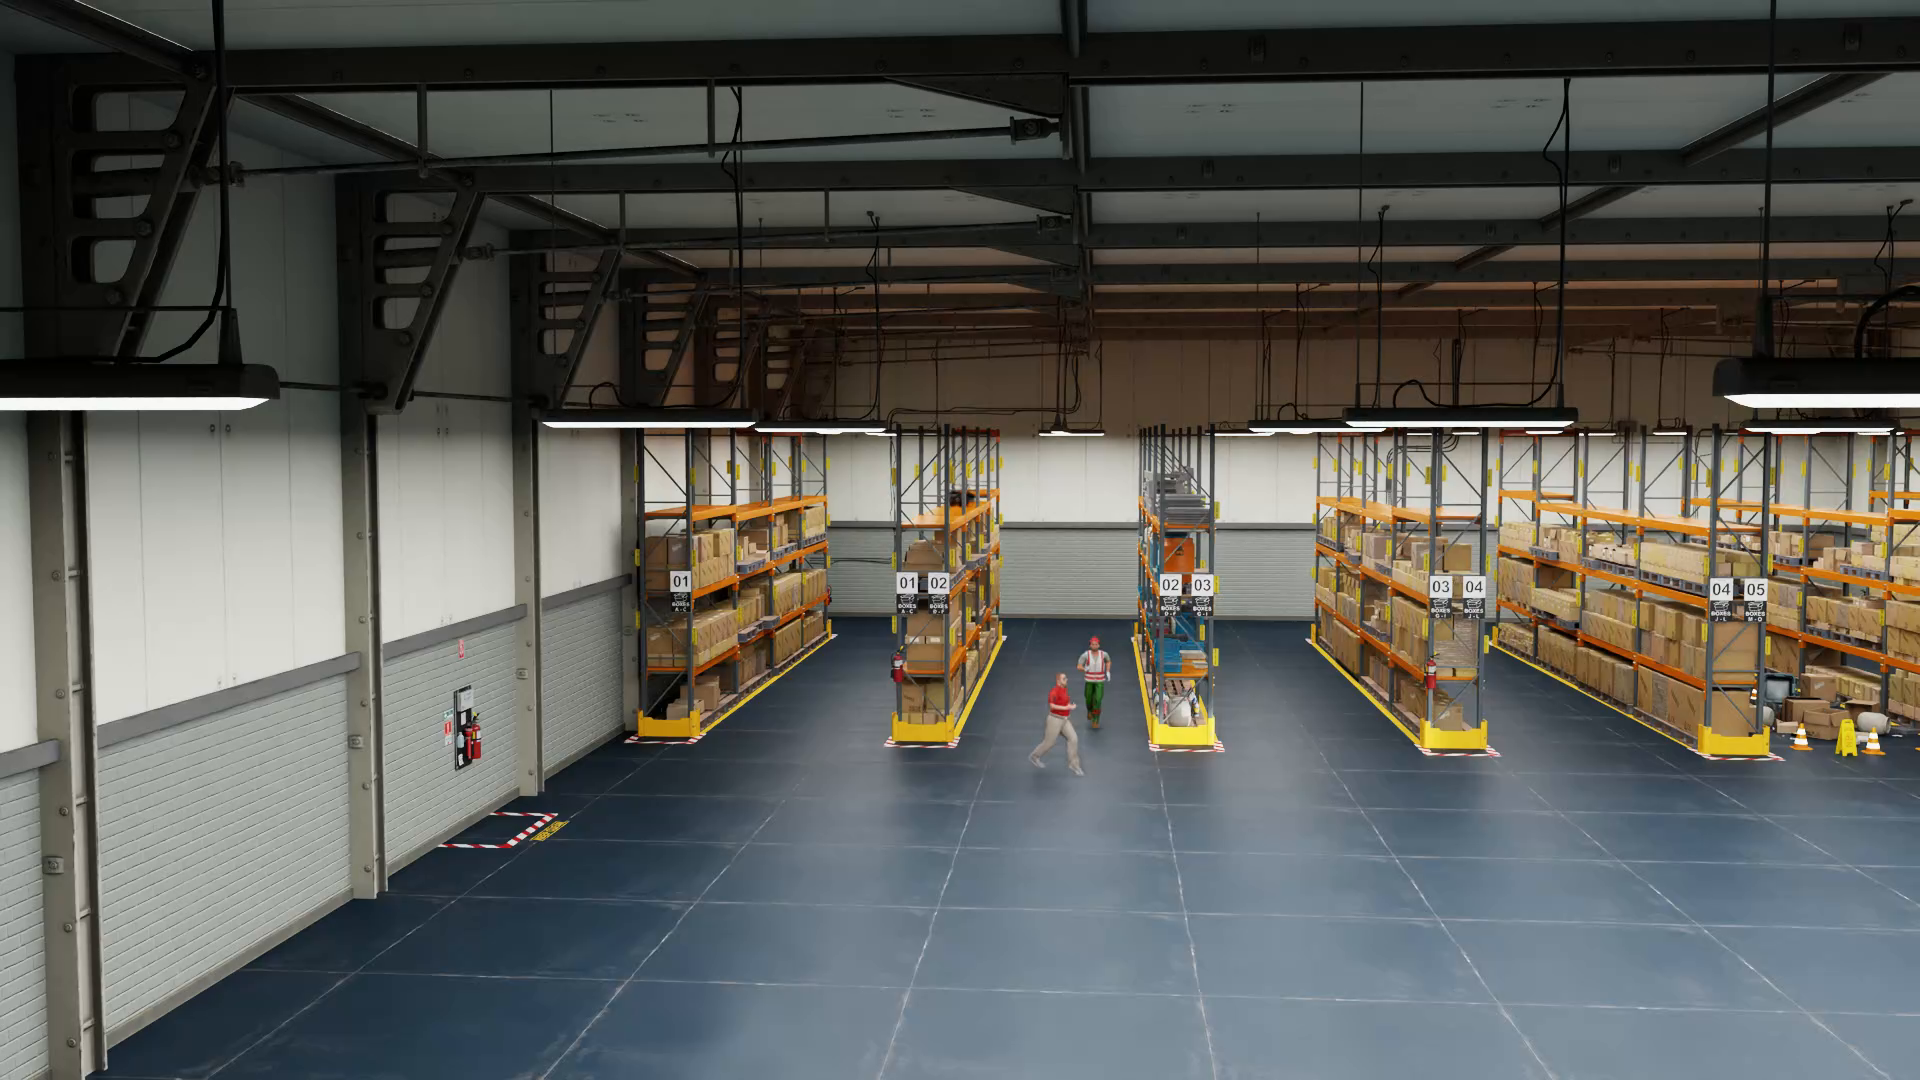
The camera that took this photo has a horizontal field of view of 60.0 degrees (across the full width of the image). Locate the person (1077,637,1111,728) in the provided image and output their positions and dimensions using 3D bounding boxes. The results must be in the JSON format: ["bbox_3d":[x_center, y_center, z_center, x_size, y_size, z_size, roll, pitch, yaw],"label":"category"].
[{"bbox_3d":[2.666,2.805,33.053,0.668,1.770,0.908,0,3,3],"label":"person"}]

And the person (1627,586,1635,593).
[{"bbox_3d":[19.123,2.012,47.268,0.842,1.684,0.586,1,4,11],"label":"person"}]

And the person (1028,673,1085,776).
[{"bbox_3d":[1.625,3.153,28.399,1.008,1.789,0.626,2,4,32],"label":"person"}]
